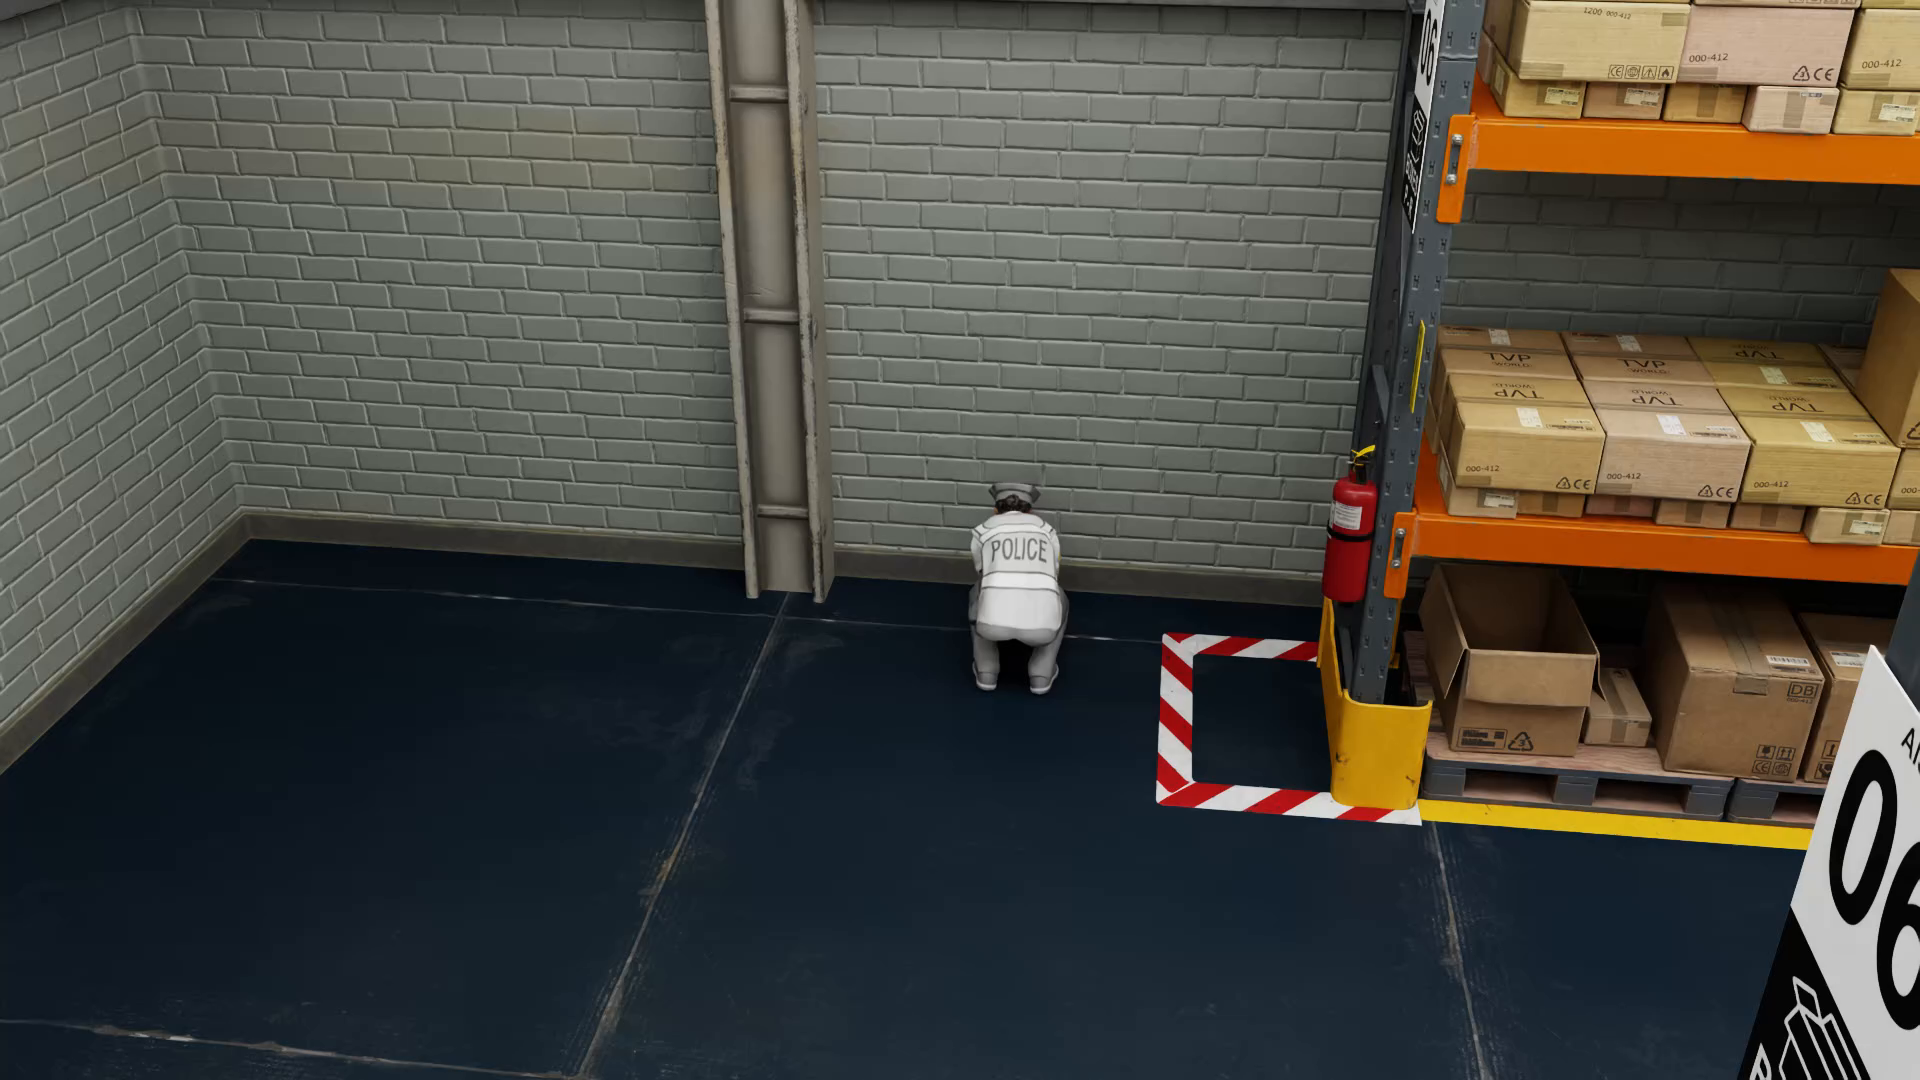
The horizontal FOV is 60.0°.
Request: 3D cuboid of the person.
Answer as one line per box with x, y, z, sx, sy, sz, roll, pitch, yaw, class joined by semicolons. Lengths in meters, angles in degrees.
0.267;0.244;7.673;0.475;0.846;0.896;3;29;5;person
